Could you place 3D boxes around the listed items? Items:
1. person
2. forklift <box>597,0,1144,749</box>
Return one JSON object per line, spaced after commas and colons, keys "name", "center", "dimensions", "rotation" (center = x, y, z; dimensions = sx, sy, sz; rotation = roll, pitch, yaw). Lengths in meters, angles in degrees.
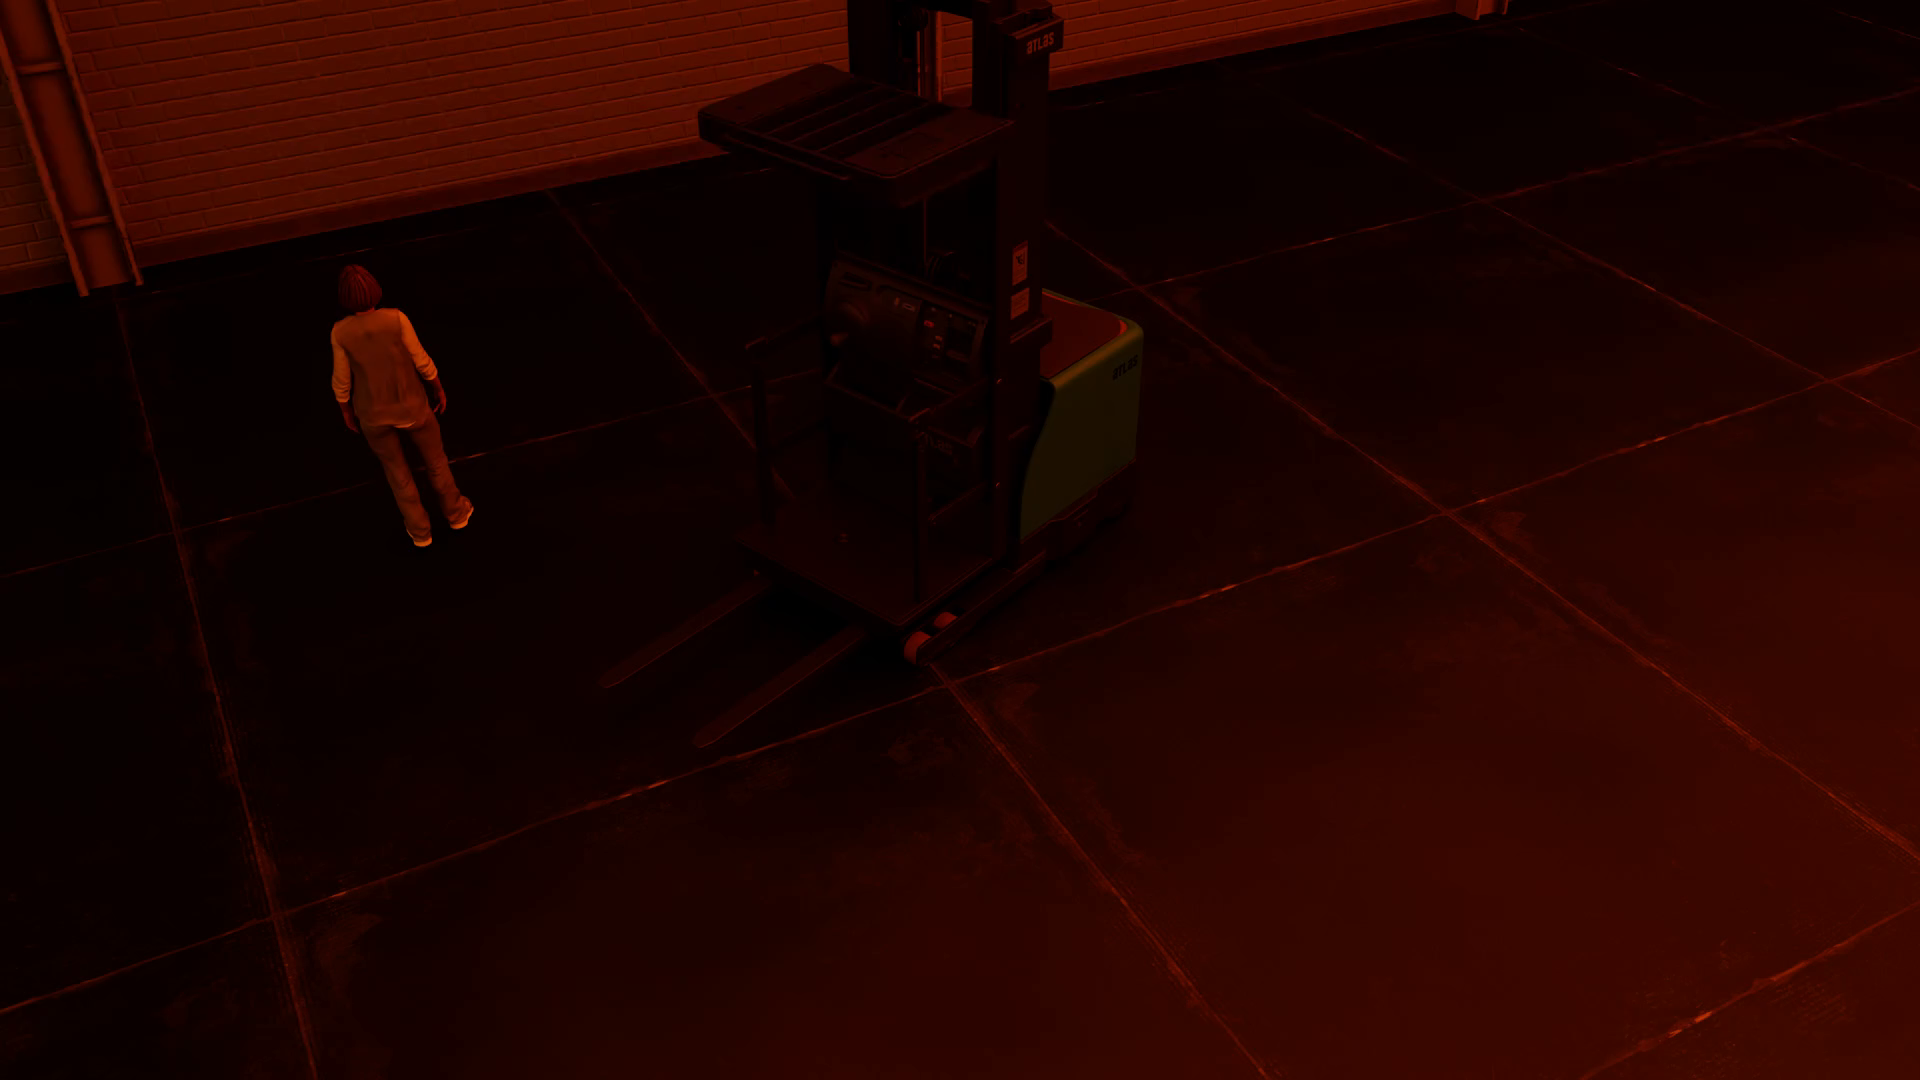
{"name": "person", "center": [-2.795, -0.673, 8.231], "dimensions": [0.518, 1.582, 0.477], "rotation": [-10, 37, -14]}
{"name": "forklift", "center": [-0.390, -0.927, 7.434], "dimensions": [1.130, 2.935, 3.031], "rotation": [26, 43, 31]}
